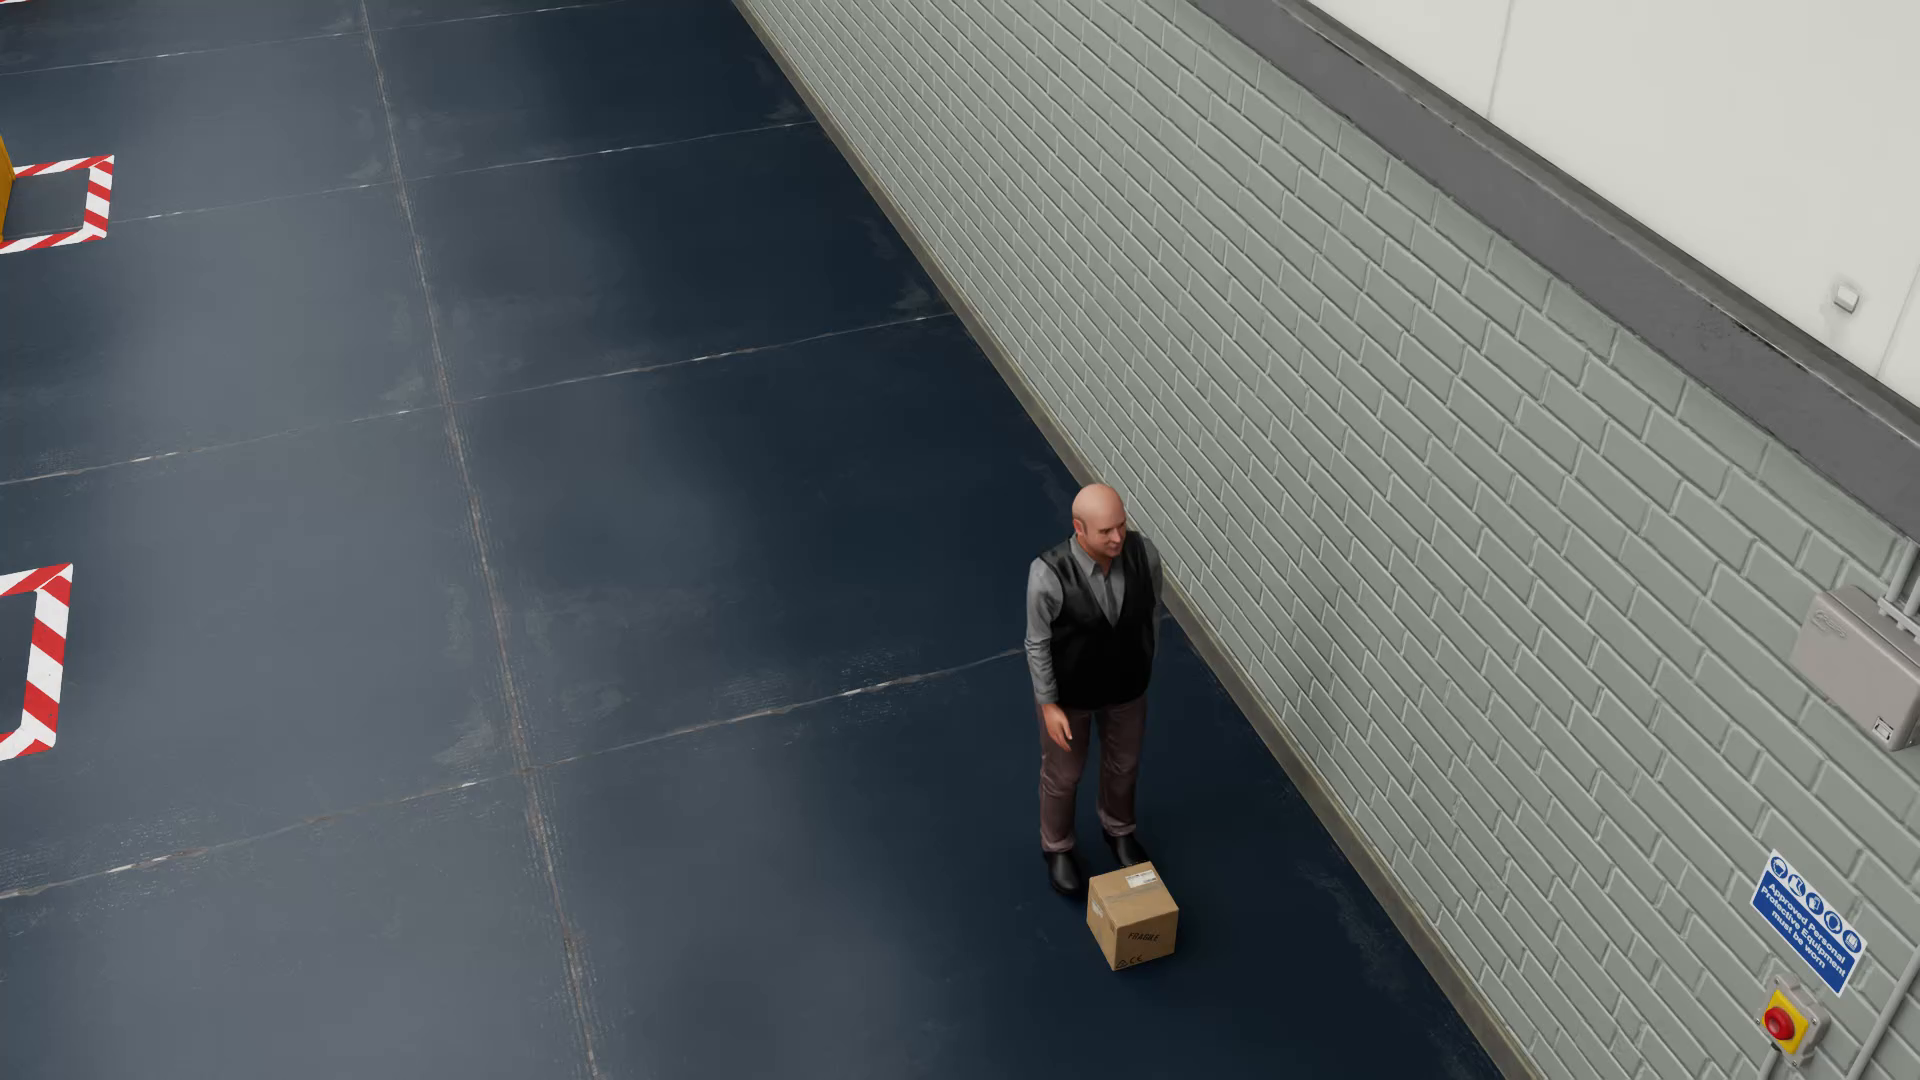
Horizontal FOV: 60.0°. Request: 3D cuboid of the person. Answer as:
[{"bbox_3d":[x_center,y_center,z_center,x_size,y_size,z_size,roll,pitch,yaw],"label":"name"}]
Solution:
[{"bbox_3d":[0.500,0.559,6.076,0.545,1.740,0.430,-12,39,-15],"label":"person"}]
